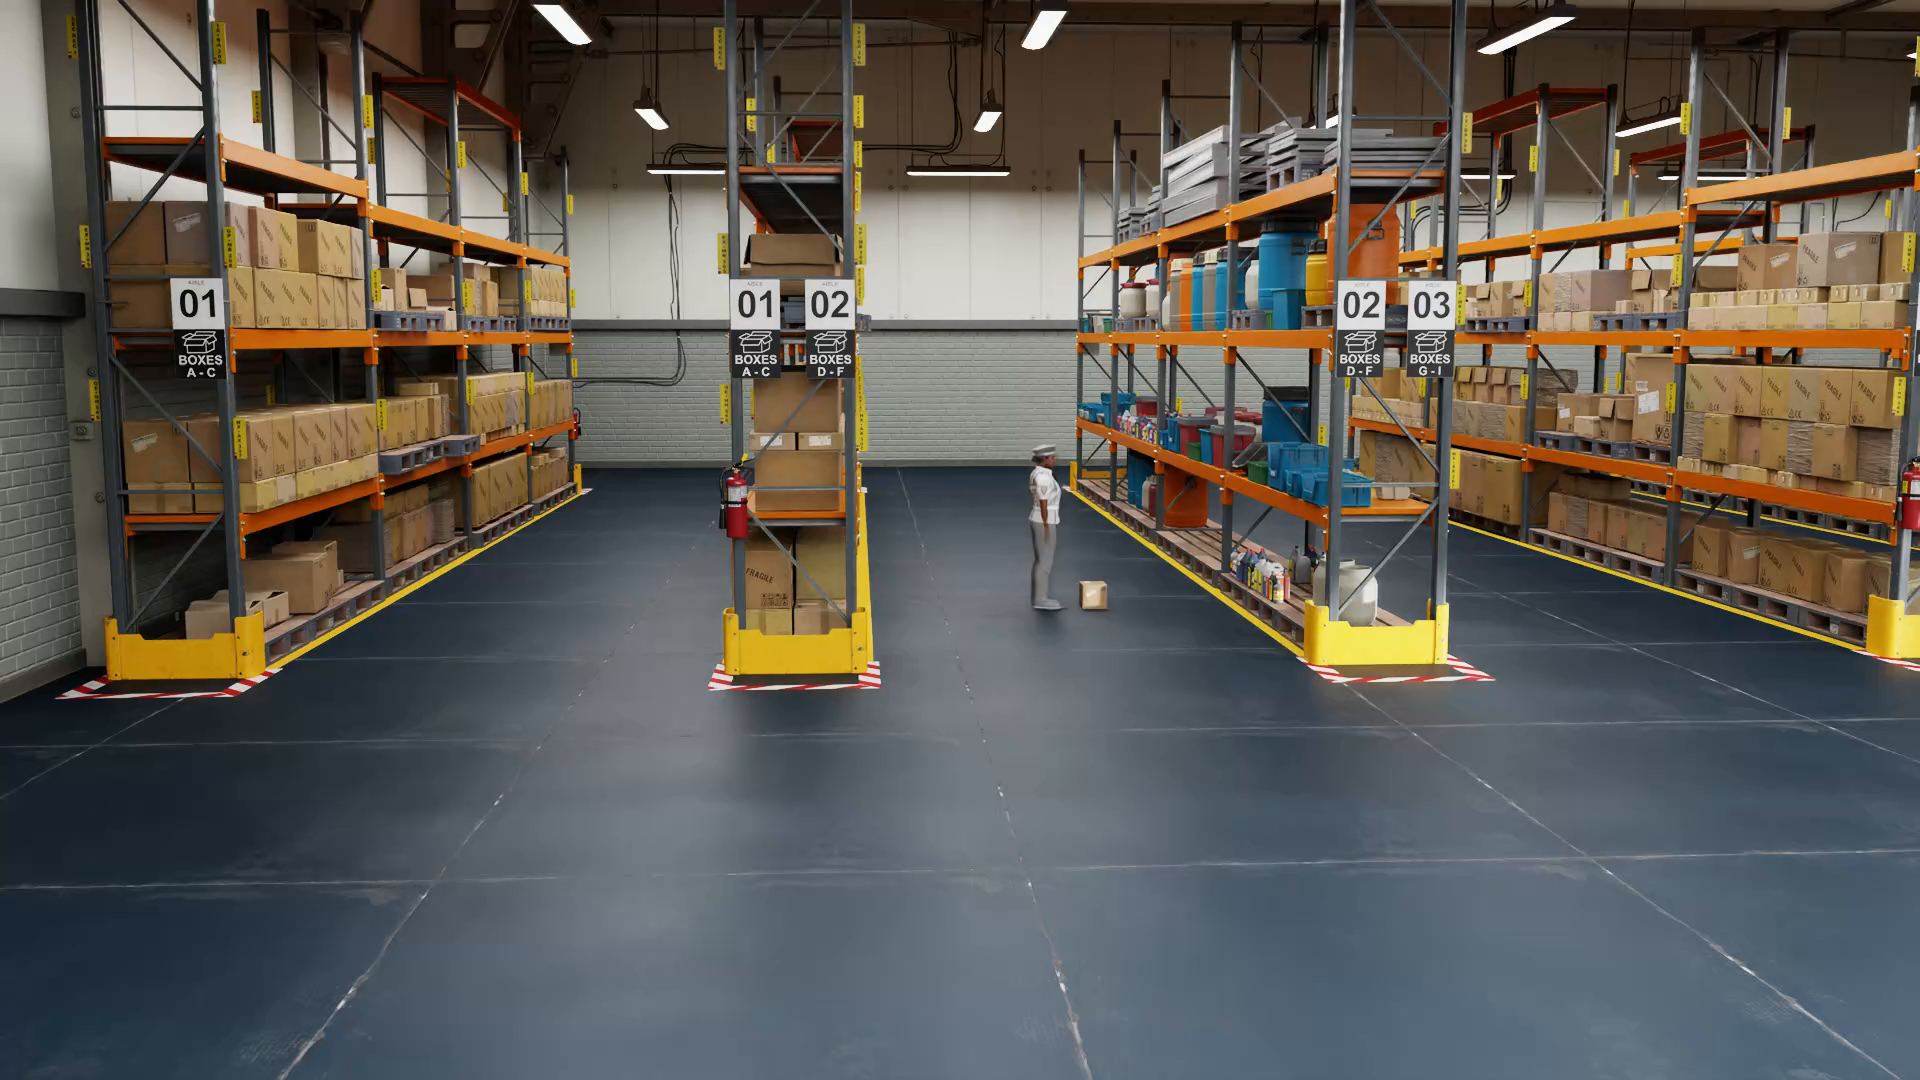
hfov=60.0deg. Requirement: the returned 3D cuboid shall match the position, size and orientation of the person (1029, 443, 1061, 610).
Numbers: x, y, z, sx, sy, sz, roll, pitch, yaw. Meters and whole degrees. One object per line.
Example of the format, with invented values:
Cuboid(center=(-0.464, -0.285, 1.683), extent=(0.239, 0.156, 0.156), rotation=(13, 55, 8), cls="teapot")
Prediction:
Cuboid(center=(0.868, -0.141, 16.859), extent=(0.339, 1.678, 0.436), rotation=(0, 7, -2), cls="person")
